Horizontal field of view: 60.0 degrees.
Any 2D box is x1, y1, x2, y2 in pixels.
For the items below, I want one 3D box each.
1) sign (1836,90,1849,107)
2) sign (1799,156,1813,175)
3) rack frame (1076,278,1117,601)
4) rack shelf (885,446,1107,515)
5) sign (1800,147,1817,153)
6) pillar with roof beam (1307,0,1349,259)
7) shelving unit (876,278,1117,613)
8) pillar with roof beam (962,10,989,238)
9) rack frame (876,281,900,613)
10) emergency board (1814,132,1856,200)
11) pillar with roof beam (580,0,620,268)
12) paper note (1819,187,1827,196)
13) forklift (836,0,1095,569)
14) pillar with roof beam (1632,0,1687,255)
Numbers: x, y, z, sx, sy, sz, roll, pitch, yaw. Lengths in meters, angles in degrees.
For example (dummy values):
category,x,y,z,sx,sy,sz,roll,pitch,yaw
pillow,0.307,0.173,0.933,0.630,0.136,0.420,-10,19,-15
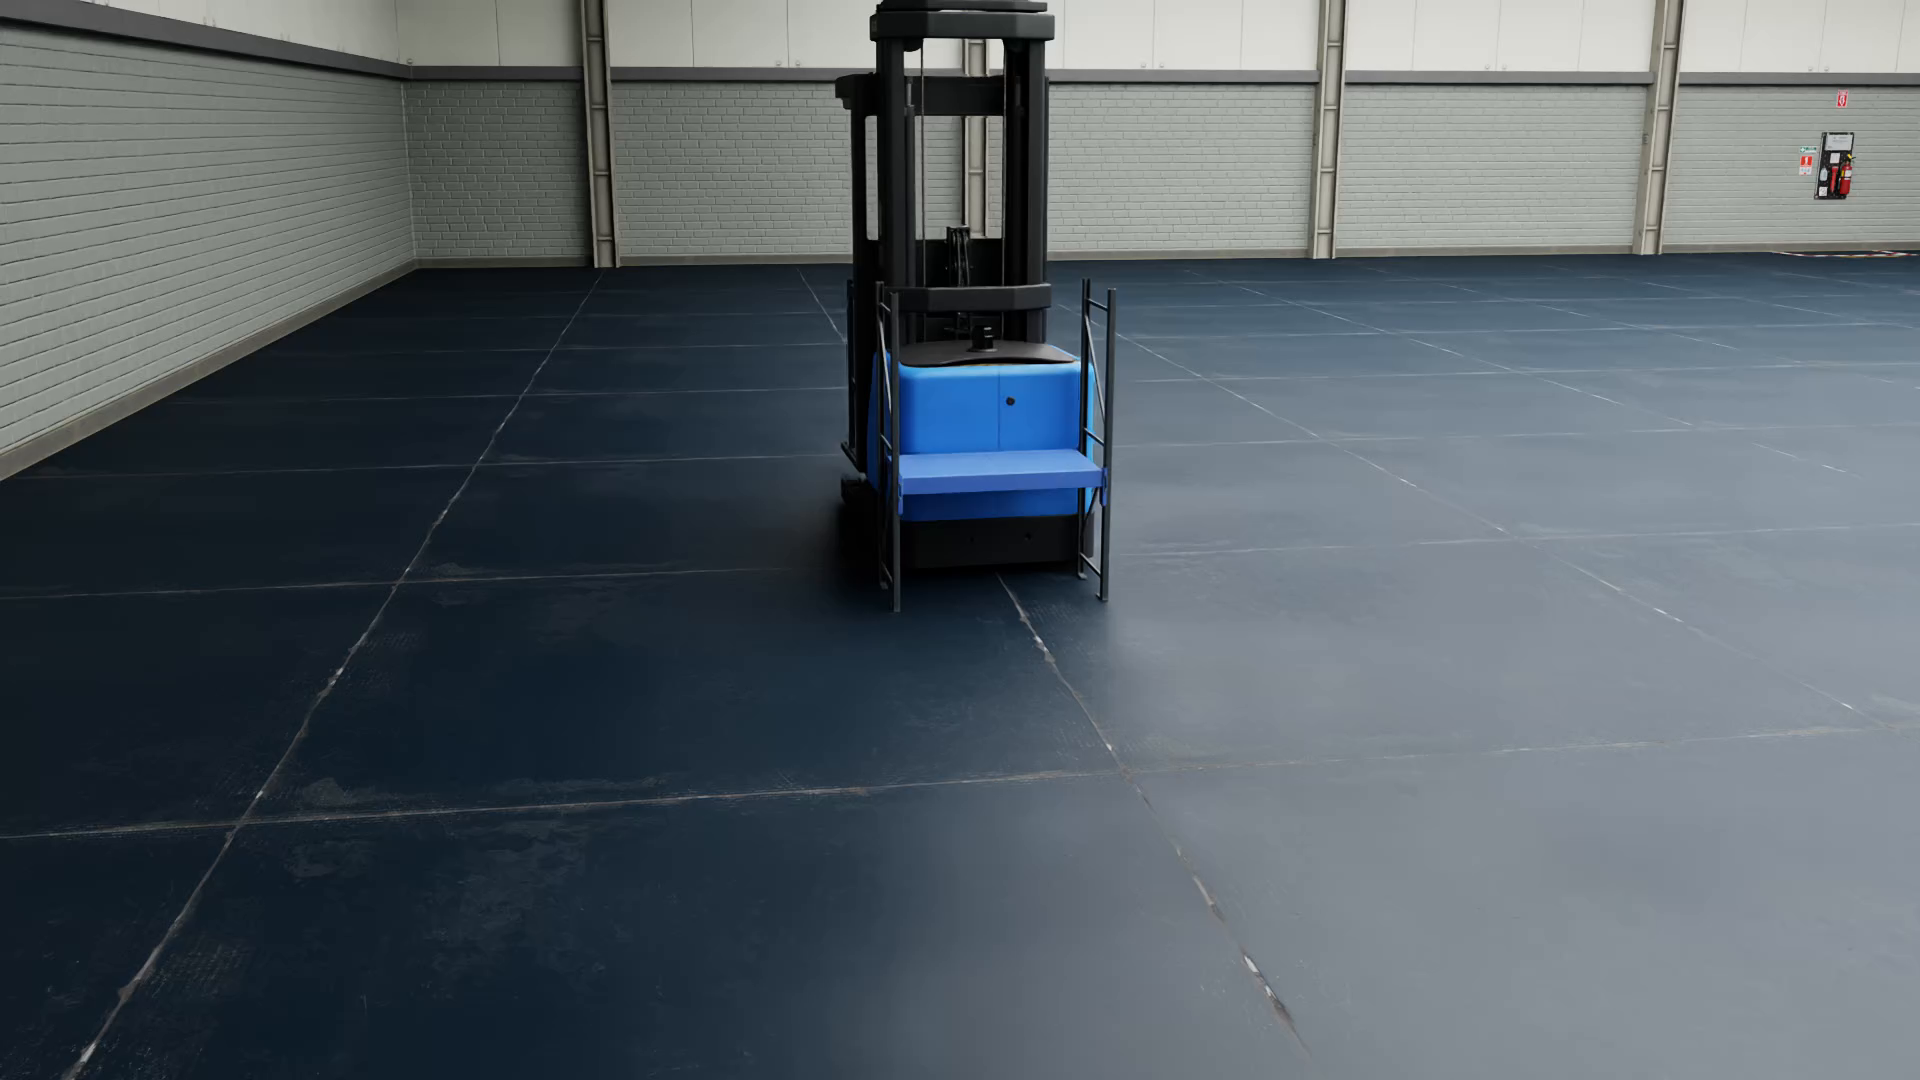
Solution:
category,x,y,z,sx,sy,sz,roll,pitch,yaw
sign,15.580,-7.792,29.362,0.199,0.298,0.001,-2,14,-8
sign,15.041,-6.666,29.564,0.234,0.329,0.001,-2,14,-8
rack frame,0.657,-0.492,8.078,0.032,1.500,0.500,-3,15,-10
rack shelf,0.157,-0.295,8.033,1.000,0.185,0.538,-3,15,-10
sign,15.047,-6.921,29.492,0.331,0.109,0.001,-2,14,-8
pillar with roof beam,6.828,-8.164,23.277,0.400,9.000,9.100,-2,14,-8
shelving unit,0.158,-0.469,7.986,1.048,1.500,0.538,-3,15,-10
pillar with roof beam,0.895,-7.947,22.410,0.400,9.000,9.100,-2,14,-8
rack frame,-0.341,-0.445,7.893,0.032,1.500,0.500,-3,15,-10
emergency board,15.603,-6.644,29.549,0.643,1.169,0.194,-2,14,-8
pillar with roof beam,-5.038,-7.729,21.543,0.400,9.000,9.100,-2,14,-8
paper note,15.418,-6.227,29.697,0.142,0.148,0.016,-2,14,-8
forklift,-0.102,-1.589,9.534,1.130,2.935,3.031,-3,14,-11
pillar with roof beam,12.761,-8.382,24.144,0.400,9.000,9.100,-2,14,-8
